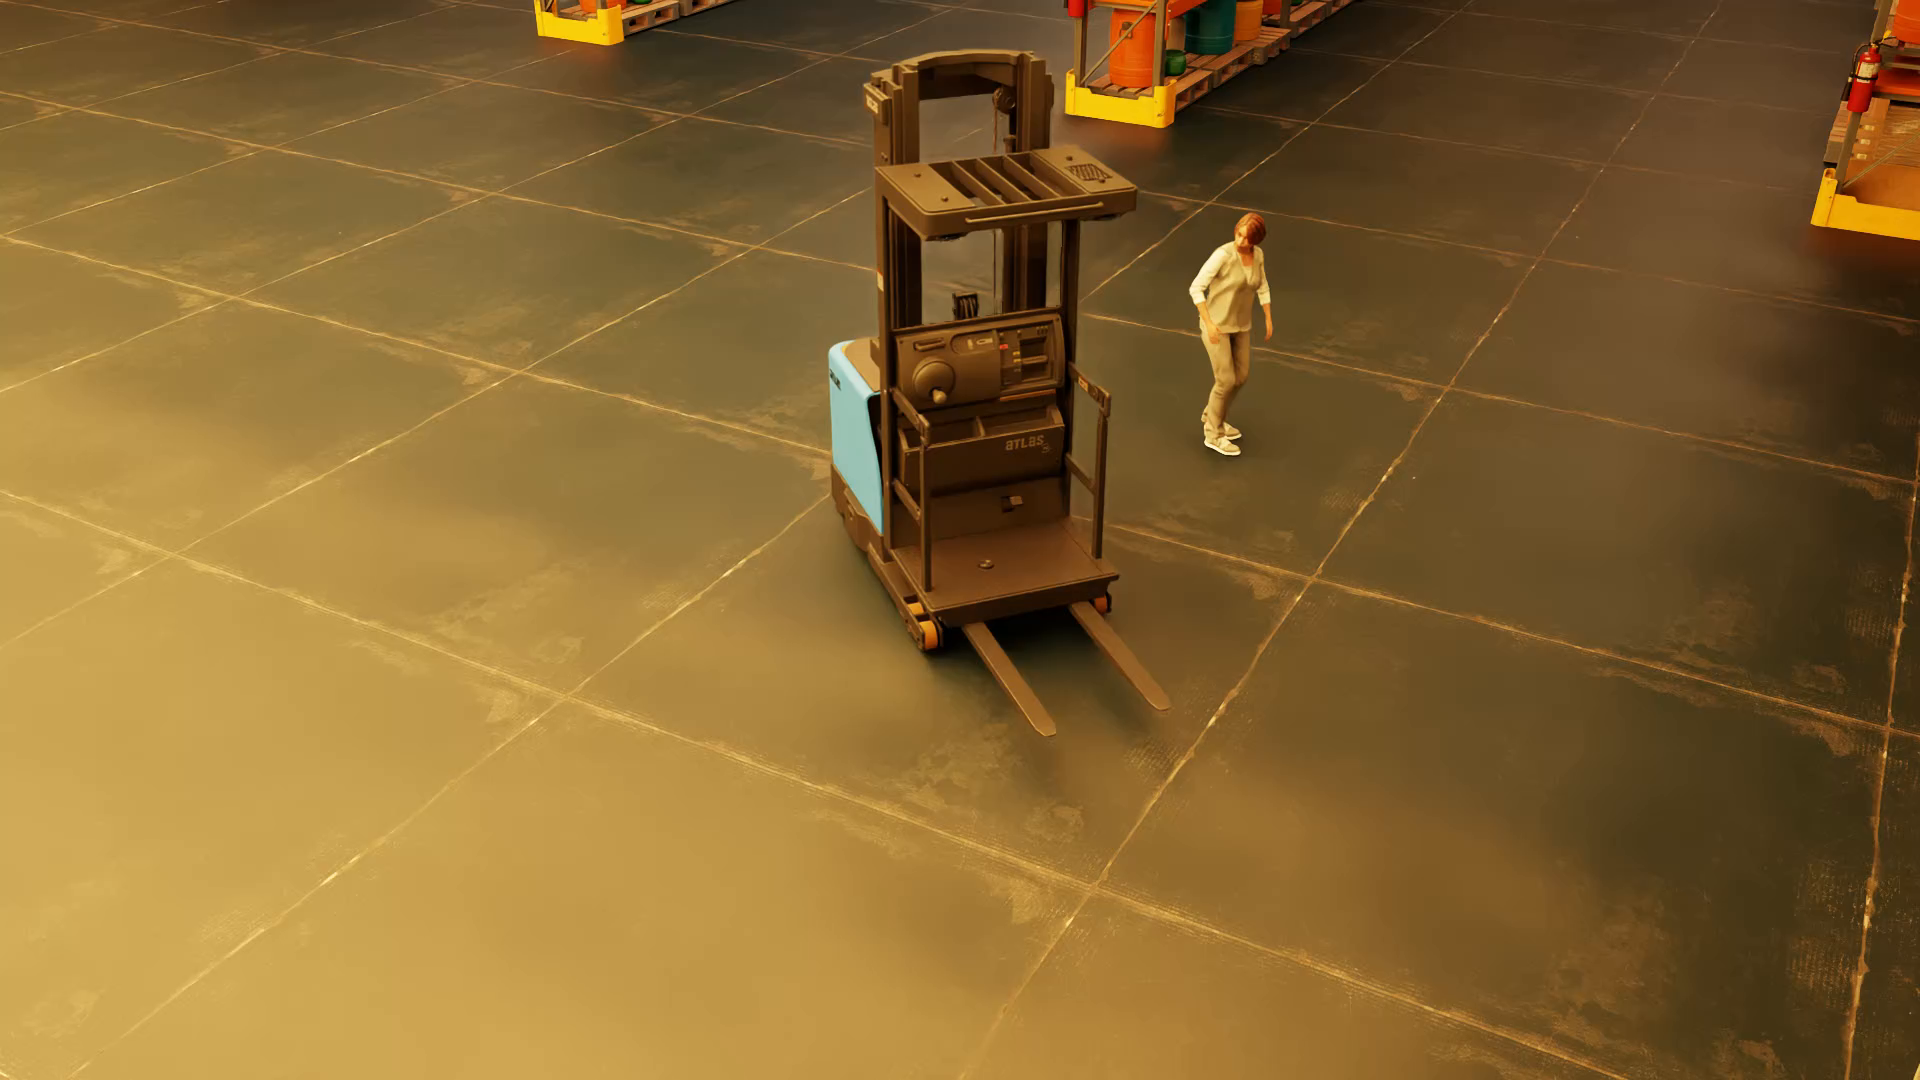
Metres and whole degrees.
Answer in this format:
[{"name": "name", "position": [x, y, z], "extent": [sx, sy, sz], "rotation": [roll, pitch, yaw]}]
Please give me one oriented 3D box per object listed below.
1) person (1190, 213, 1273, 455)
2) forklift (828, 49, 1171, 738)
[{"name": "person", "position": [1.800, -1.351, 10.782], "extent": [0.608, 1.573, 0.447], "rotation": [-23, 37, -34]}, {"name": "forklift", "position": [0.192, -0.905, 8.638], "extent": [1.130, 2.935, 3.031], "rotation": [-11, 32, -18]}]
